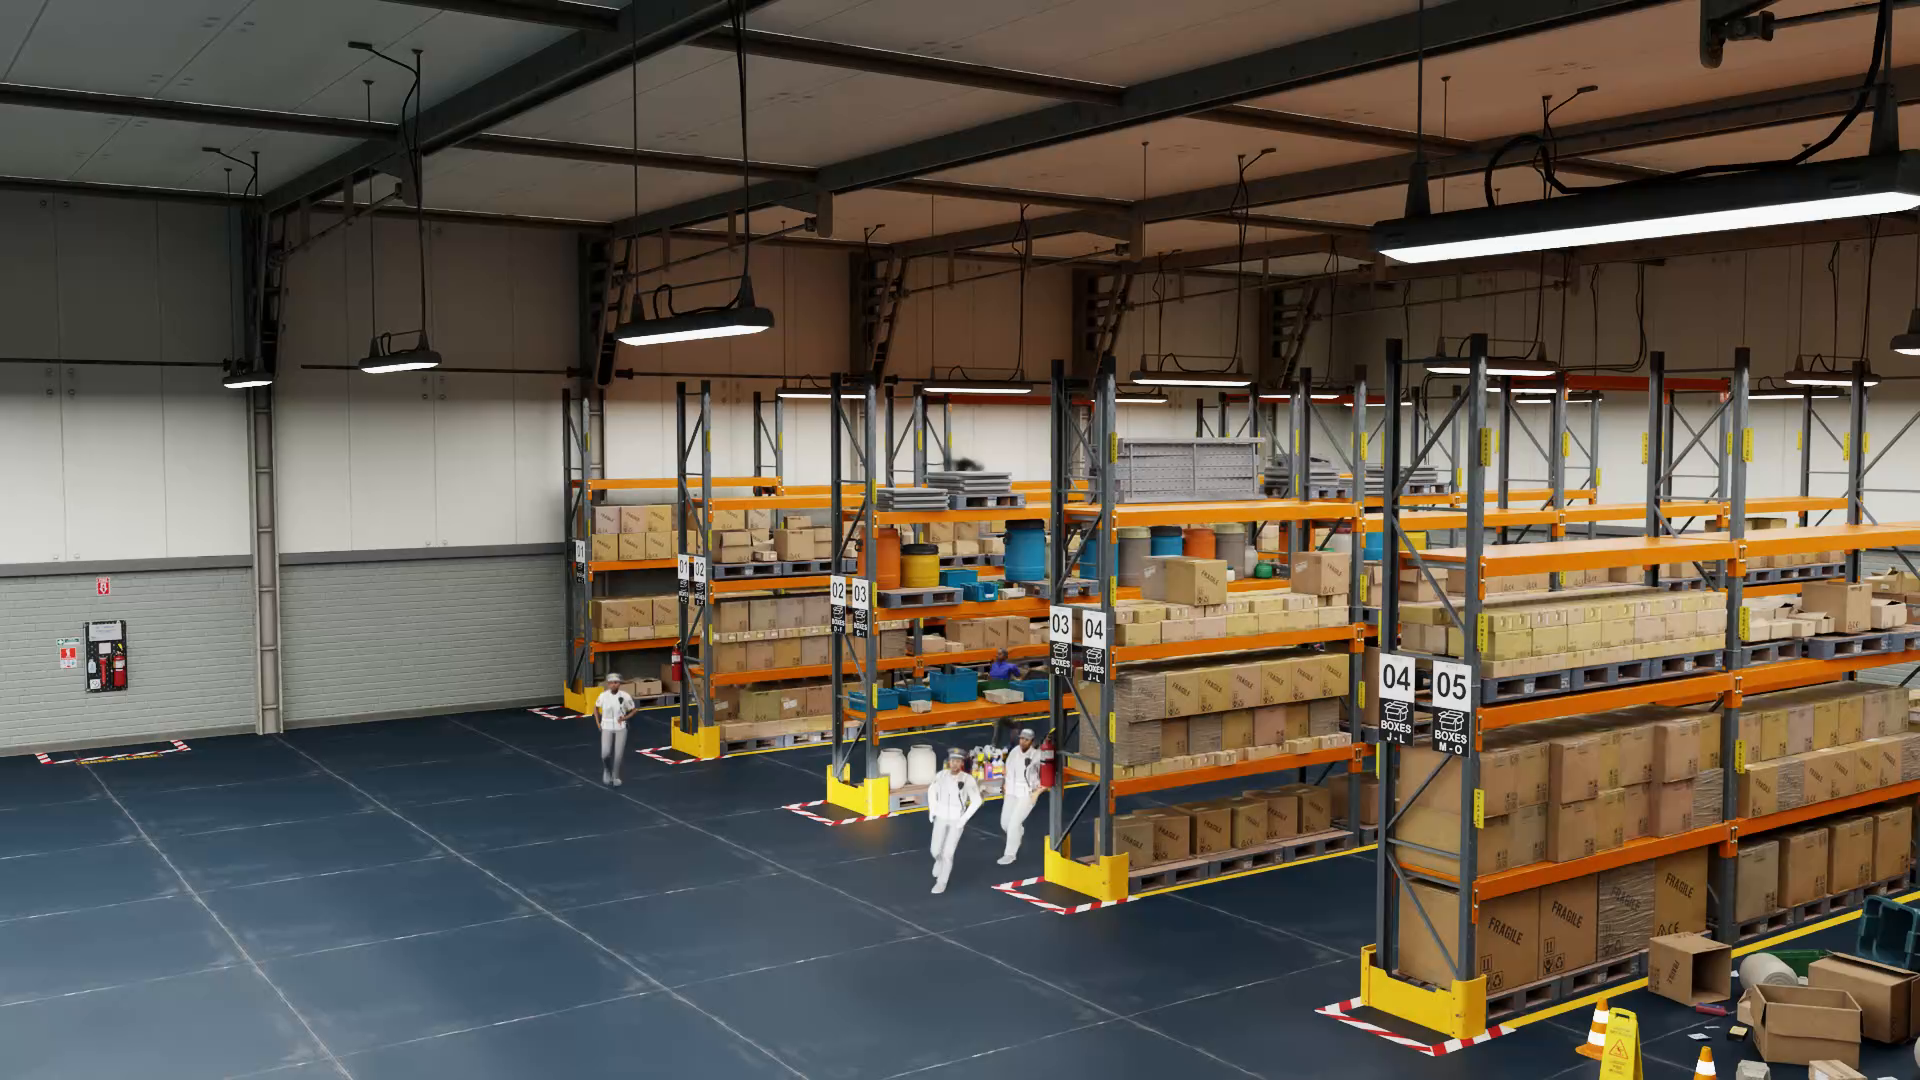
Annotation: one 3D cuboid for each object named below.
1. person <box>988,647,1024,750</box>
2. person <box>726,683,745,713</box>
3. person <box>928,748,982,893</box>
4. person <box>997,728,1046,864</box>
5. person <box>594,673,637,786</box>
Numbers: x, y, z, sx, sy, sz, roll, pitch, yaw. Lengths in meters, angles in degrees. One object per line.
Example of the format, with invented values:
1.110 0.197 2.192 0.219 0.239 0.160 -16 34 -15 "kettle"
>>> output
0.710 2.582 27.289 0.587 1.655 0.902 3 5 43 "person"
-3.958 2.448 29.200 0.623 1.647 0.581 -3 5 -37 "person"
-0.064 3.150 18.811 0.645 1.653 0.525 1 4 13 "person"
0.786 3.071 20.096 0.694 1.632 0.673 2 4 34 "person"
-5.030 2.762 24.227 0.628 1.670 0.546 0 4 -7 "person"
